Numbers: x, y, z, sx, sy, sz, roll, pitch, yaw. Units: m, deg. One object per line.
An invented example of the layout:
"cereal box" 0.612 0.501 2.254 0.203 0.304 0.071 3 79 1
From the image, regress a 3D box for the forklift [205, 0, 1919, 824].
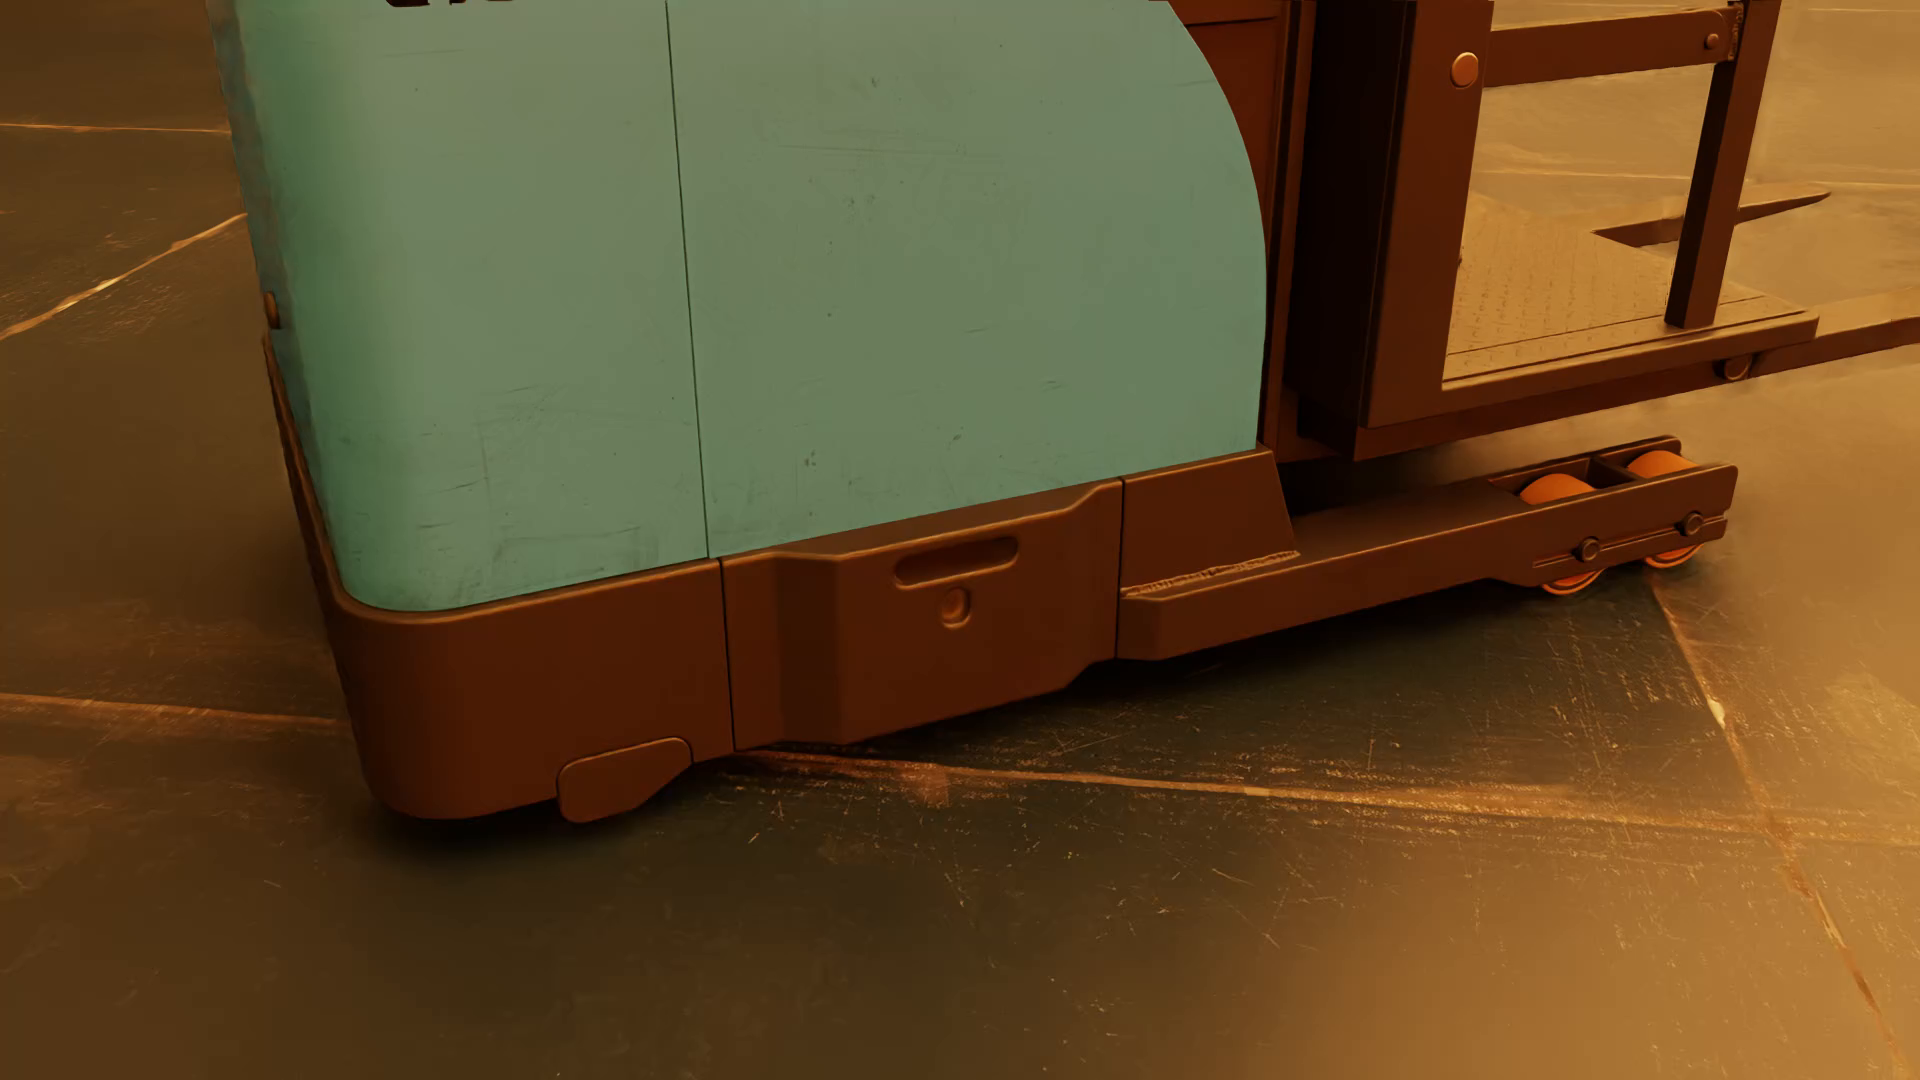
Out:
"forklift" 0.553 -1.436 2.094 3.031 2.935 1.130 -12 29 -22
